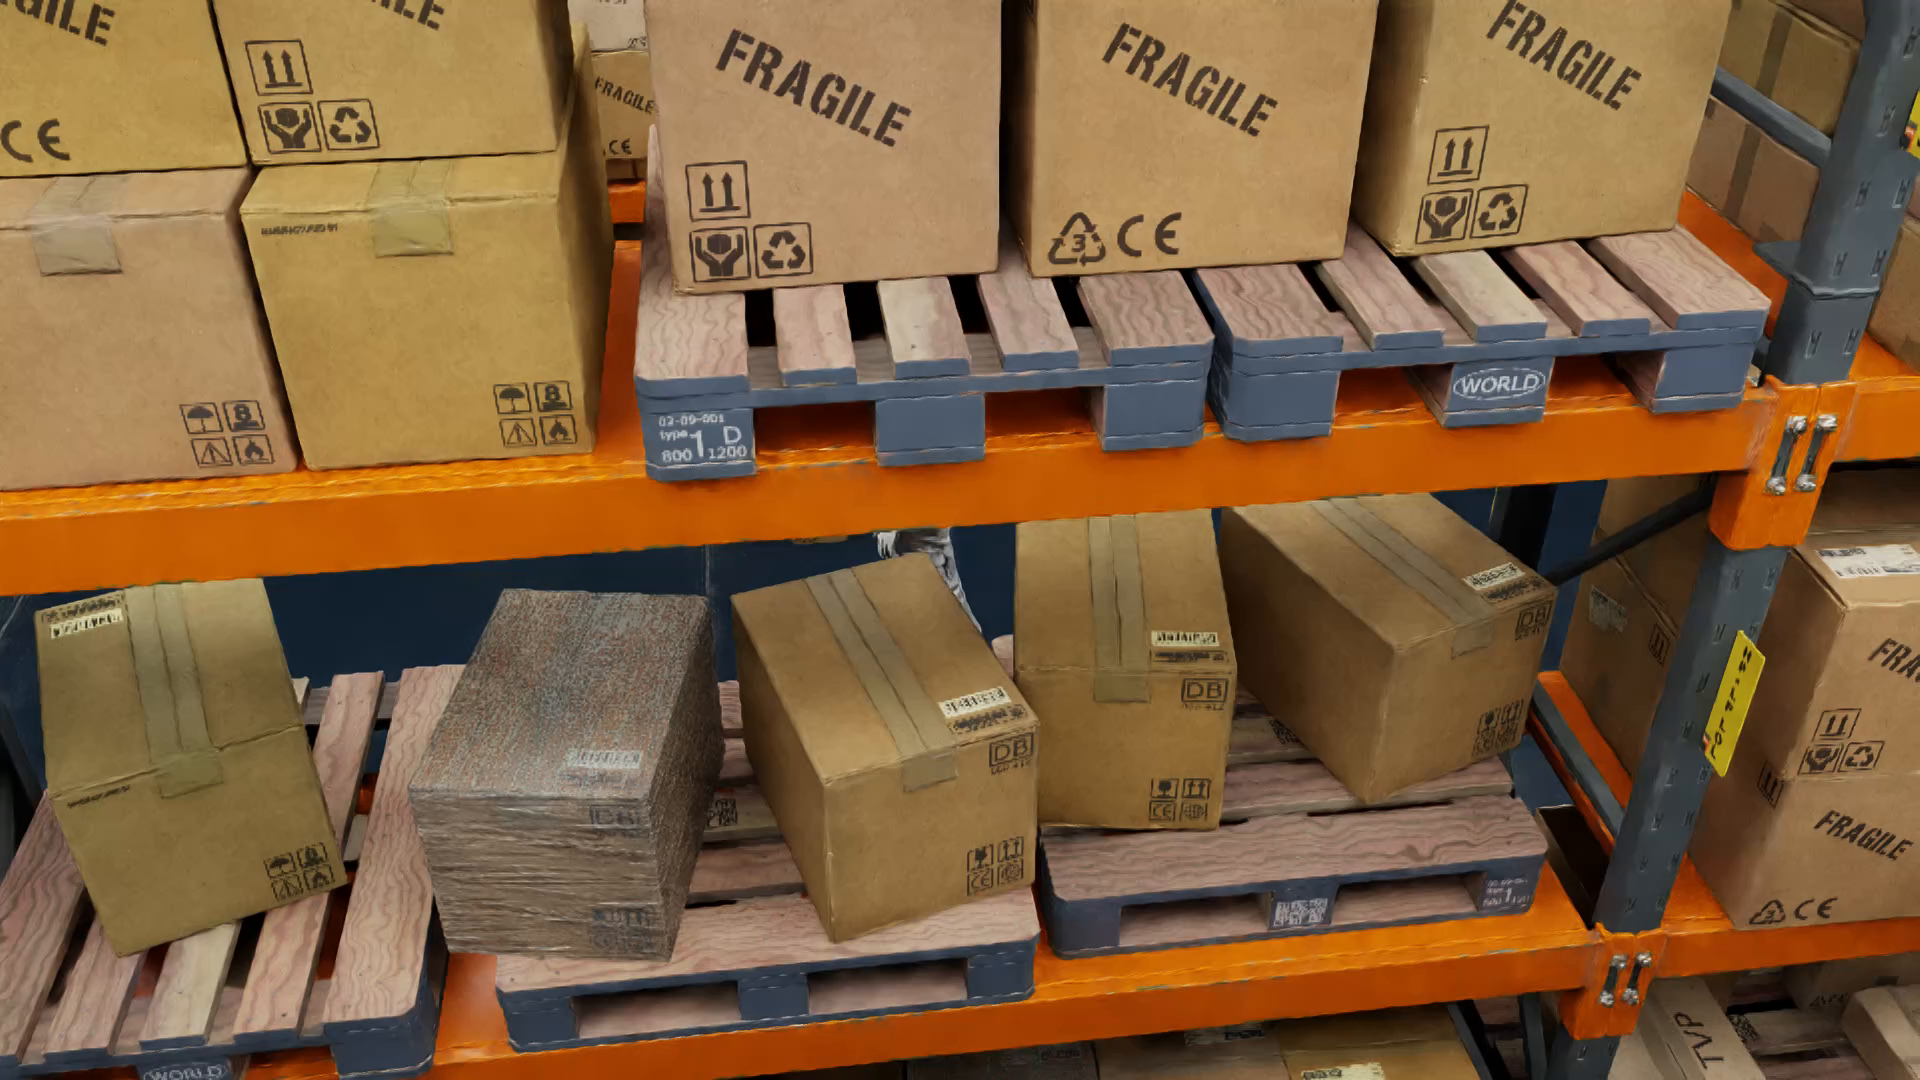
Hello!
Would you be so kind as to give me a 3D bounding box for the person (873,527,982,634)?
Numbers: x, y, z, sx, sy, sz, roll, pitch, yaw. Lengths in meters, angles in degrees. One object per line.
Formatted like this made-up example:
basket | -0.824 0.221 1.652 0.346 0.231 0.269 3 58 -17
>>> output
person | -0.115 -0.148 6.343 0.584 1.780 0.569 14 37 20
